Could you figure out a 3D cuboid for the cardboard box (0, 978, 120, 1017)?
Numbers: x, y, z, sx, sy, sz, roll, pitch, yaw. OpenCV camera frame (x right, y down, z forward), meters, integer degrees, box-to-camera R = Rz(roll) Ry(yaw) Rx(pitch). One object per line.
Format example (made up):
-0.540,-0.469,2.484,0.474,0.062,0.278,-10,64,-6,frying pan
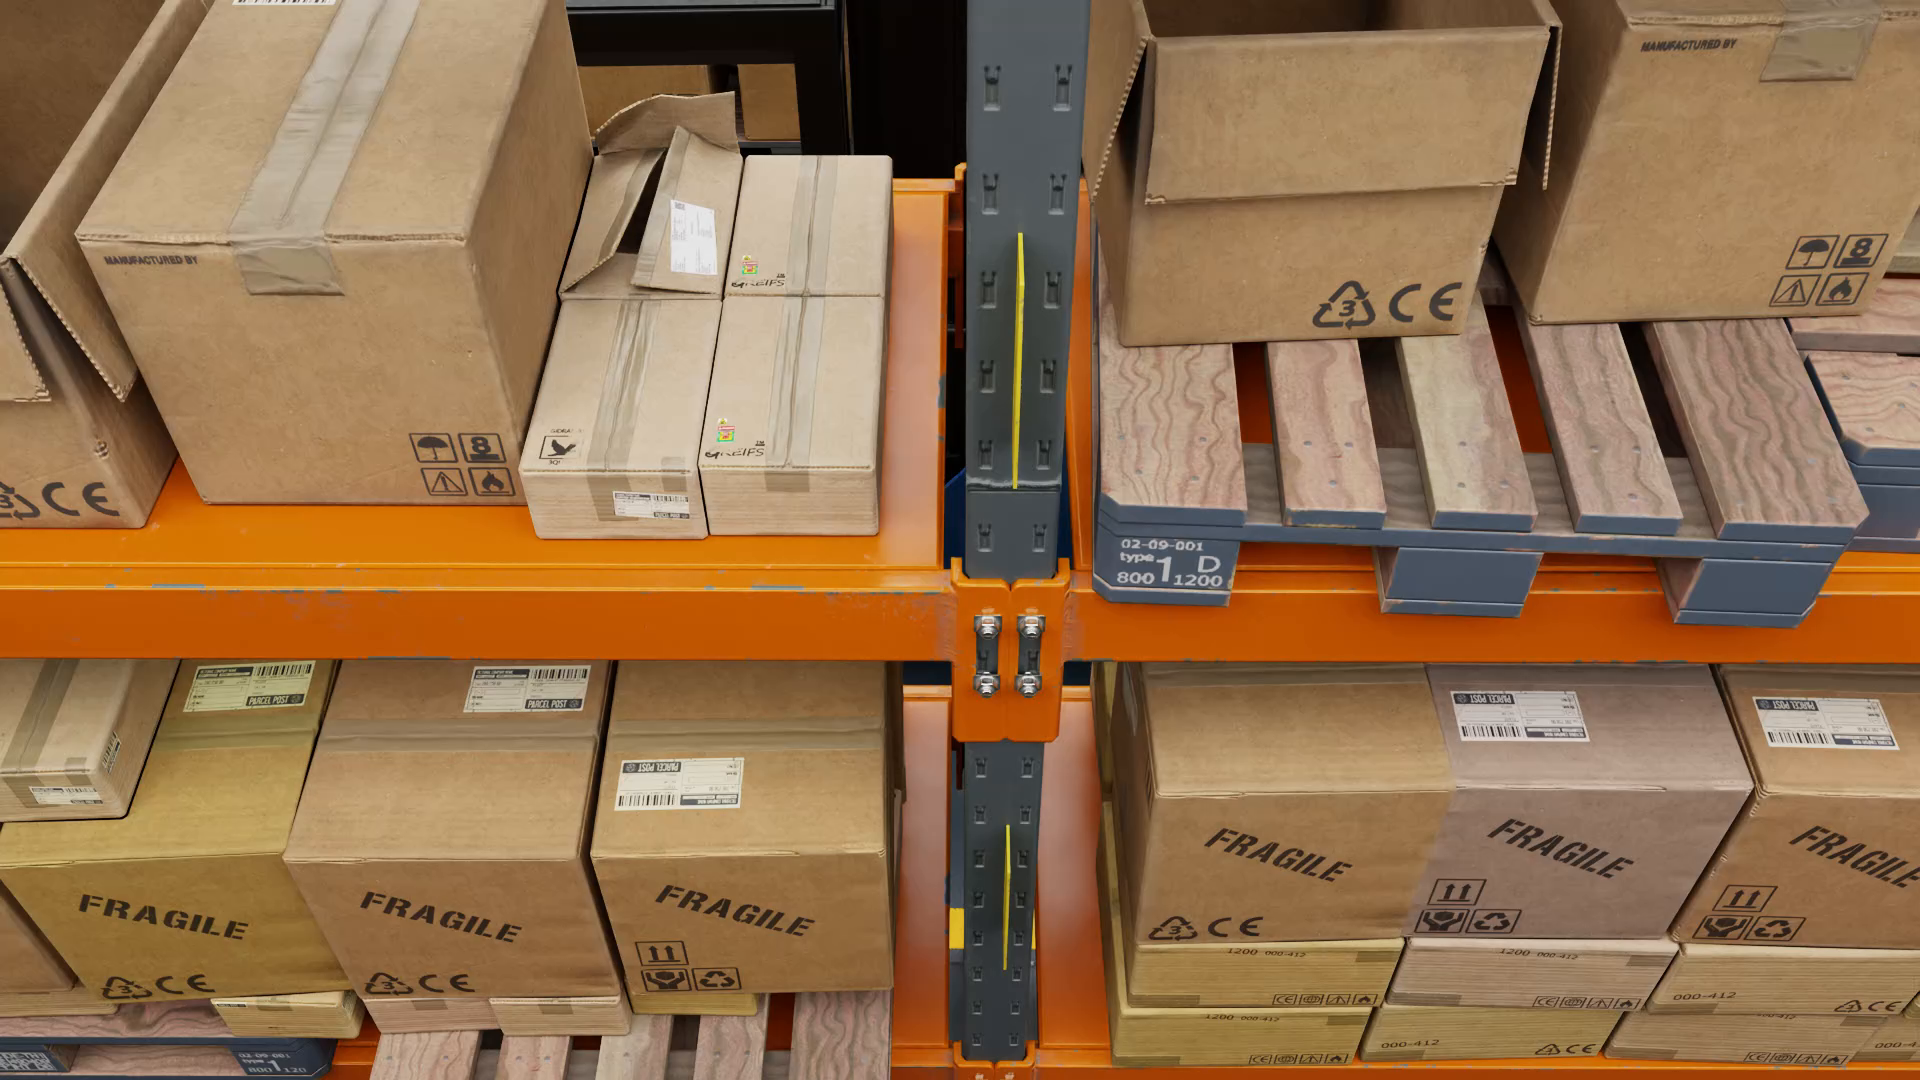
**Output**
-1.805,0.759,3.379,0.250,0.149,0.380,-1,47,-1,cardboard box

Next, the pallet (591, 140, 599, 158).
-2.015,-2.145,8.102,1.213,0.211,1.003,0,47,0,pallet

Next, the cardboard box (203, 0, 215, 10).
-3.389,-2.484,7.762,0.750,0.750,1.050,0,47,0,cardboard box

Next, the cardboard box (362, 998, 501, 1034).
-1.028,0.783,3.356,0.250,0.149,0.380,-2,47,-2,cardboard box

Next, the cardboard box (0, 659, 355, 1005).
-1.404,0.522,3.157,0.500,0.500,0.500,-3,47,-3,cardboard box

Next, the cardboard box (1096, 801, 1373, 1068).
0.561,0.828,3.532,0.500,0.250,0.500,-1,47,-1,cardboard box

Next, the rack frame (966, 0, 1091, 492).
0.073,-1.452,1.454,0.127,3.000,1.000,0,47,0,rack frame

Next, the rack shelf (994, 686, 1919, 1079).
2.073,0.842,3.908,4.000,0.370,1.077,0,47,0,rack shelf

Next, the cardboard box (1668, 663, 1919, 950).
1.579,0.404,3.073,0.500,0.500,0.500,1,47,1,cardboard box

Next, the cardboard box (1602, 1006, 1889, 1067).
1.600,0.822,3.538,0.500,0.250,0.500,2,47,1,cardboard box

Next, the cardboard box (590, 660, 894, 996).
-0.383,0.515,3.163,0.500,0.500,0.500,-1,47,-1,cardboard box

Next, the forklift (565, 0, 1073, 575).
-0.630,-0.986,5.166,3.031,2.935,1.130,-1,47,-1,forklift

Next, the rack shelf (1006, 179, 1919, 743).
2.073,-0.180,2.810,4.000,0.370,1.077,0,47,0,rack shelf

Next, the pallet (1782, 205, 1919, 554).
1.835,-0.402,2.655,1.213,0.211,1.003,2,47,2,pallet

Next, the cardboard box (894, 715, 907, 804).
-0.251,0.397,3.716,0.250,0.149,0.380,-2,47,-2,cardboard box

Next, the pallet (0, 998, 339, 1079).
-1.907,0.682,3.697,1.213,0.211,1.003,0,47,0,pallet

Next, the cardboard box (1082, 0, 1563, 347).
0.451,-0.718,2.462,0.637,0.503,0.797,-2,47,-2,cardboard box

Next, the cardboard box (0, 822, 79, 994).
-1.950,0.519,3.159,0.500,0.500,0.500,-2,47,-1,cardboard box

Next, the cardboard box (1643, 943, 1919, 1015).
1.594,0.667,3.341,0.500,0.250,0.500,0,47,0,cardboard box

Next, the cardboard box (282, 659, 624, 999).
-0.900,0.522,3.156,0.500,0.500,0.500,-1,47,0,cardboard box

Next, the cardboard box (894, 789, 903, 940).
-0.256,0.706,3.429,0.250,0.149,0.380,2,47,2,cardboard box

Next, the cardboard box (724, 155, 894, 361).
-0.241,-0.470,2.761,0.250,0.149,0.380,0,47,0,cardboard box

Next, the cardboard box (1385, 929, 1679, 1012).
1.096,0.657,3.350,0.500,0.250,0.500,1,47,1,cardboard box

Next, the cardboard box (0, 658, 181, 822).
-1.564,0.294,2.925,0.250,0.149,0.380,-2,47,-2,cardboard box

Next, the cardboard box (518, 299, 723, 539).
-0.491,-0.187,2.497,0.250,0.149,0.380,0,47,0,cardboard box

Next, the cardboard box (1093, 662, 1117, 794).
0.558,0.288,3.694,0.500,0.250,0.500,0,47,0,cardboard box

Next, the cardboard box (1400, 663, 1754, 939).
1.061,0.392,3.085,0.500,0.500,0.500,0,47,0,cardboard box

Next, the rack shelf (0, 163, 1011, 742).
-1.927,-0.191,2.820,4.000,0.370,1.077,0,47,0,rack shelf

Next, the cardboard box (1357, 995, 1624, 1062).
1.075,0.817,3.543,0.500,0.250,0.500,-1,47,-1,cardboard box

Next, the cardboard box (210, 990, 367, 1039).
-1.303,0.793,3.348,0.250,0.149,0.380,1,47,1,cardboard box

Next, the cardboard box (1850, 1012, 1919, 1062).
2.093,0.821,3.539,0.500,0.250,0.500,0,47,0,cardboard box

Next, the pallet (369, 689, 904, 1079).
-0.640,0.733,3.649,1.003,0.211,1.213,0,47,0,pallet

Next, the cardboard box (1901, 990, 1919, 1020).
2.101,0.678,3.330,0.500,0.250,0.500,1,47,1,cardboard box

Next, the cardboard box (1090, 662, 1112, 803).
0.580,0.454,3.881,0.500,0.250,0.500,-1,47,-1,cardboard box

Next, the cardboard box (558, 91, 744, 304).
-0.497,-0.511,2.719,0.258,0.266,0.396,0,47,0,cardboard box

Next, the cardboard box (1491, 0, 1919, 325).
1.064,-0.744,2.489,0.500,0.500,0.700,-2,47,-2,cardboard box

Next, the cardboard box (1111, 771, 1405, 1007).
0.579,0.655,3.352,0.500,0.250,0.500,0,47,0,cardboard box

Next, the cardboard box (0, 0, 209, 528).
-1.452,-0.449,2.499,0.637,0.503,0.797,0,47,0,cardboard box

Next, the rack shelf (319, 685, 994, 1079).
-1.927,0.831,3.918,4.000,0.370,1.077,0,47,0,rack shelf

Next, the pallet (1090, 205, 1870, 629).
0.717,-0.403,2.656,1.003,0.211,1.213,2,47,2,pallet

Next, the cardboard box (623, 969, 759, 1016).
-0.524,0.758,3.380,0.250,0.149,0.380,1,47,1,cardboard box

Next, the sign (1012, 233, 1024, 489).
0.069,-0.209,1.993,0.005,0.325,0.100,0,47,0,sign

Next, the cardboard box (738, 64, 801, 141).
-0.618,-2.476,7.755,0.750,0.750,1.050,0,47,0,cardboard box

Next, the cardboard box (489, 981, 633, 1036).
-0.776,0.790,3.350,0.250,0.149,0.380,0,47,0,cardboard box

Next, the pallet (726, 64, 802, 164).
-0.798,-2.139,8.097,1.213,0.211,1.003,0,47,0,pallet

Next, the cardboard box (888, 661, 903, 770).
-0.376,0.143,3.510,0.500,0.500,0.500,-1,47,-1,cardboard box

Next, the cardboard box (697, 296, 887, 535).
-0.243,-0.192,2.502,0.250,0.149,0.380,0,47,0,cardboard box

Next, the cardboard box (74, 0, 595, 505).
-0.875,-0.474,2.525,0.500,0.500,0.700,0,47,0,cardboard box

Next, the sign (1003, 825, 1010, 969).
0.080,0.621,2.885,0.005,0.325,0.100,0,47,0,sign

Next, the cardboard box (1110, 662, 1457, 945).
0.565,0.397,3.080,0.500,0.500,0.500,-1,47,-1,cardboard box

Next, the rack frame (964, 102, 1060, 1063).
0.073,0.592,3.650,0.127,3.000,1.000,0,47,0,rack frame

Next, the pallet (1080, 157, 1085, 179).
0.772,-2.079,8.041,1.213,0.211,1.003,0,47,0,pallet

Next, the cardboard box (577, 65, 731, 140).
-1.492,-2.476,7.755,0.750,0.750,1.050,1,47,1,cardboard box
